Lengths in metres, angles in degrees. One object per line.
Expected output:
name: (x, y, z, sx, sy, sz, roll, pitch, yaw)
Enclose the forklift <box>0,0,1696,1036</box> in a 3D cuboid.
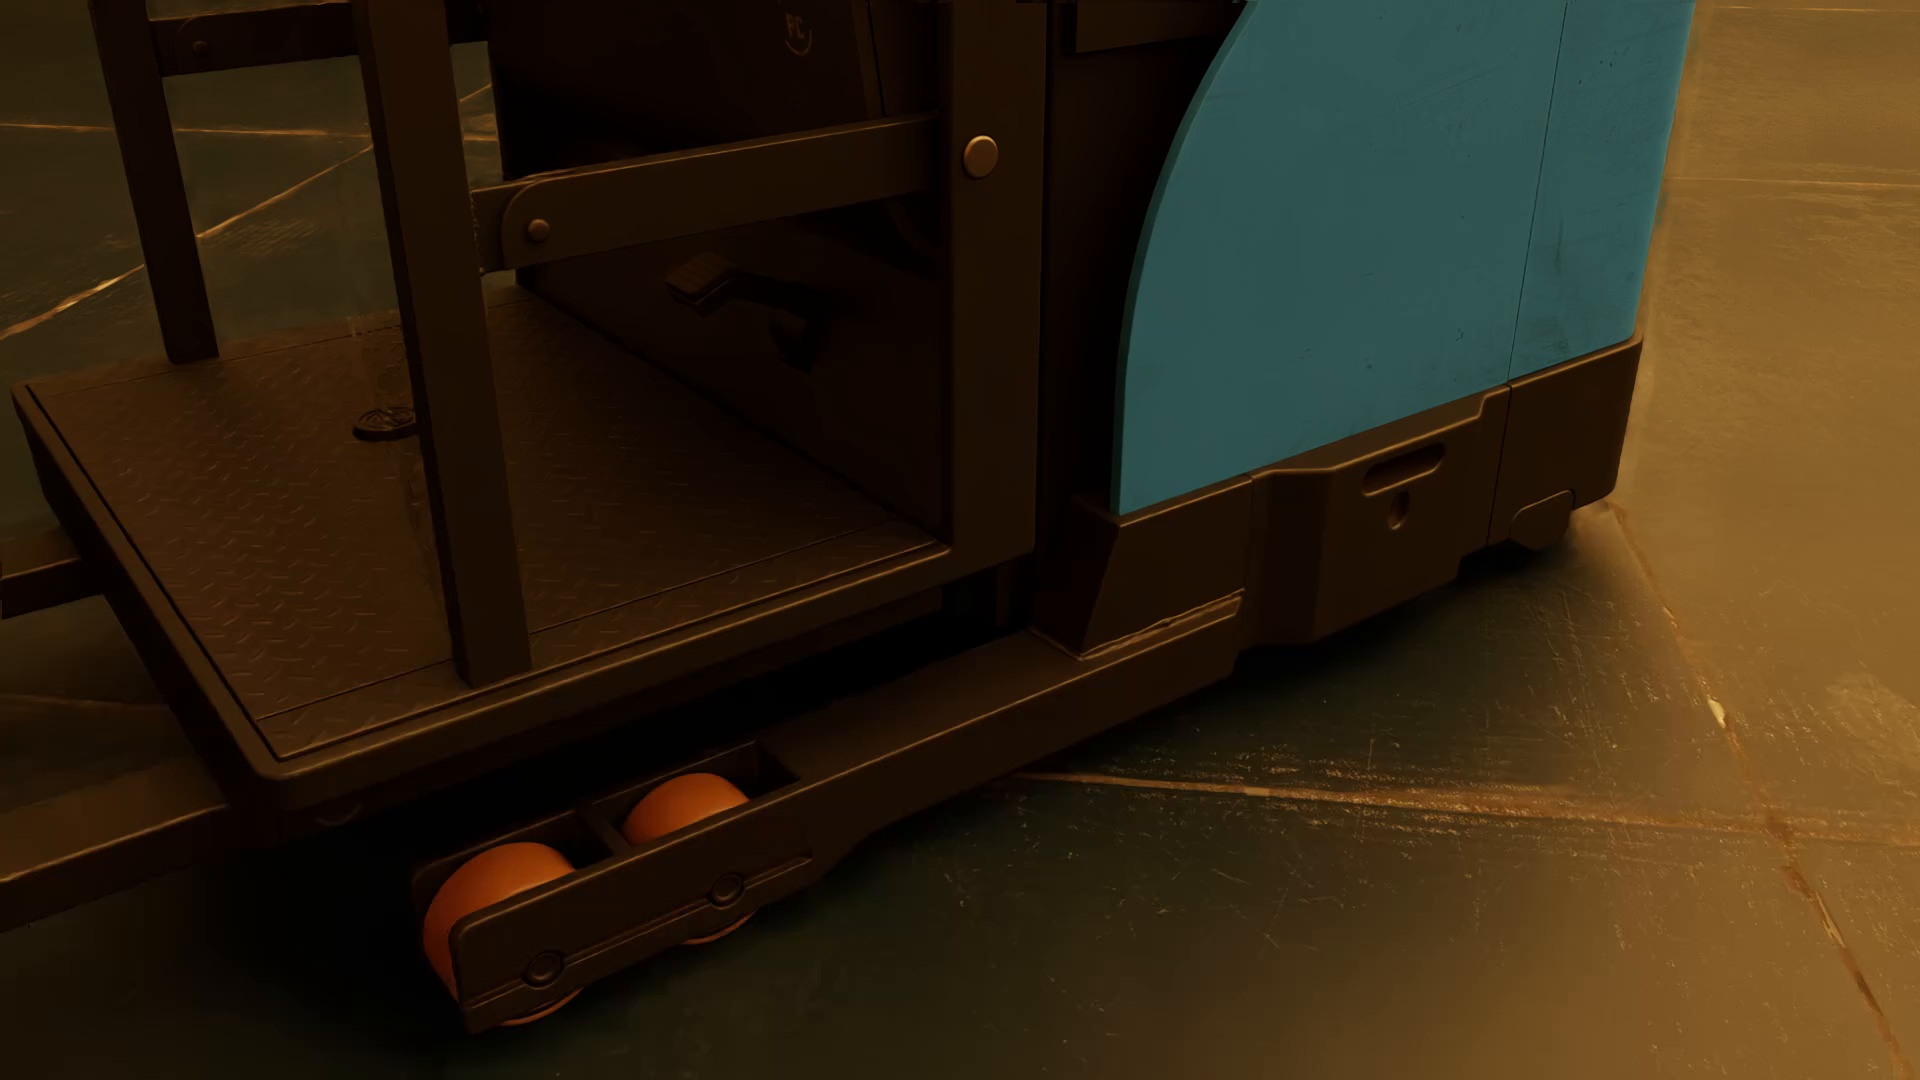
forklift: (-0.492, -1.120, 1.463, 3.031, 2.935, 1.130, -18, 32, -32)
